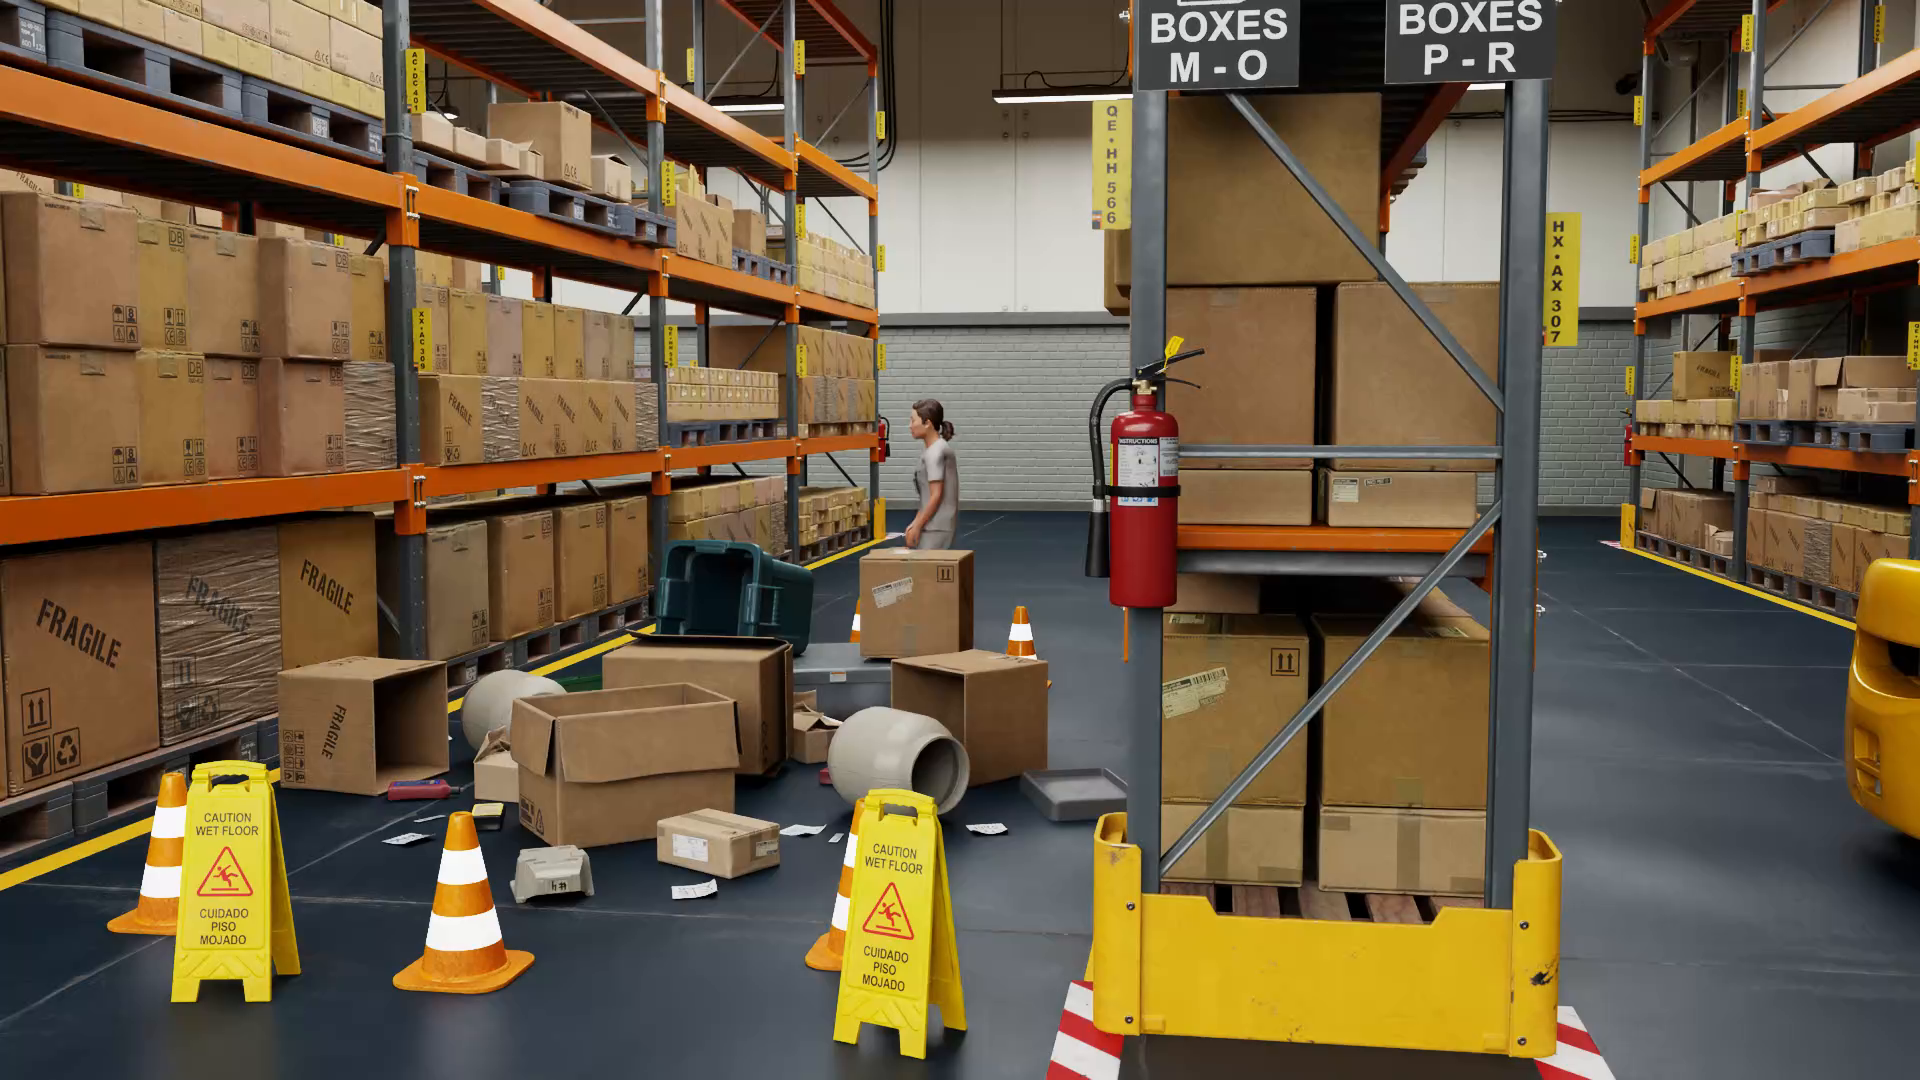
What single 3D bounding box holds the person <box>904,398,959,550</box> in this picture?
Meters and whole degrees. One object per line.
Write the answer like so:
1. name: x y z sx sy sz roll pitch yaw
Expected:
1. person: -0.191 -0.041 10.350 0.364 1.676 0.474 0 5 -2
